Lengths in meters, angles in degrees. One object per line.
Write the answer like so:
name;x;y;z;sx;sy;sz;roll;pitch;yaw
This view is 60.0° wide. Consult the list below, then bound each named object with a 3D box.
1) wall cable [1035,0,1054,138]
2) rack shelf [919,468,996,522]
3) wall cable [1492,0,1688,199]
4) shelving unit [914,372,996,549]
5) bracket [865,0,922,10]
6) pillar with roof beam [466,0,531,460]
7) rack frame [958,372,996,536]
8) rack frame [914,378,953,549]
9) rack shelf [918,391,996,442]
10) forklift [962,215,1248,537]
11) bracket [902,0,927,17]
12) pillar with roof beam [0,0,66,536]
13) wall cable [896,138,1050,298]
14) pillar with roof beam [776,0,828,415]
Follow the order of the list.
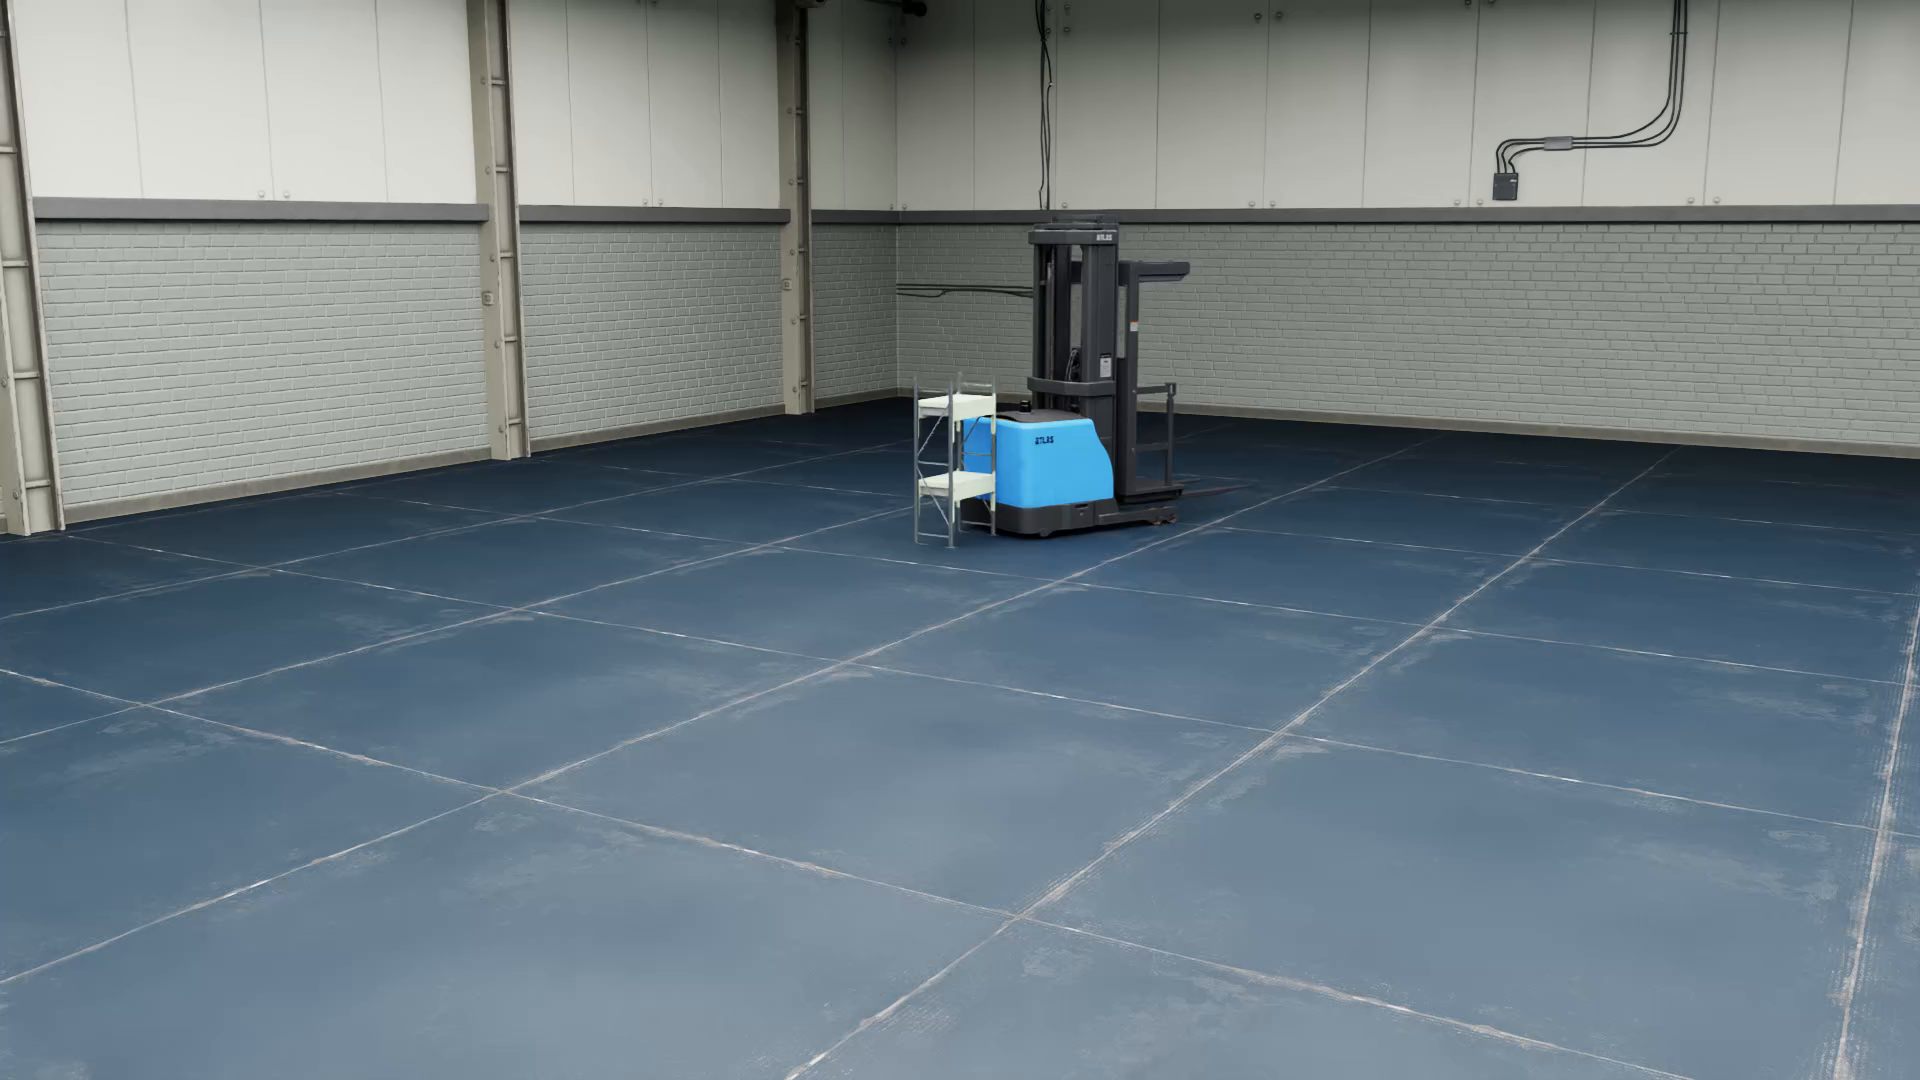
wall cable;2.478;-7.430;25.199;3.097;2.526;0.112;6;12;31
rack shelf;-0.040;-0.413;15.153;0.431;0.370;0.720;7;12;32
wall cable;8.272;-7.495;21.587;2.305;6.003;0.169;6;12;31
shelving unit;-0.040;-0.734;15.093;0.431;1.500;0.755;7;12;32
bracket;-1.051;-8.476;26.289;0.076;0.066;3.189;6;12;31
pillar with roof beam;-1.929;-5.041;17.721;9.100;9.000;0.400;6;12;31
rack frame;0.154;-0.791;15.398;0.400;1.500;0.023;7;12;32
rack frame;-0.235;-0.677;14.789;0.400;1.500;0.023;7;12;32
rack shelf;-0.040;-1.117;15.022;0.431;0.370;0.720;7;12;32
forklift;1.513;-1.656;16.133;3.031;2.935;1.130;-8;13;-35
bracket;-0.744;-8.569;26.785;0.235;0.232;0.430;6;12;31
pillar with roof beam;-5.044;-4.097;12.680;9.100;9.000;0.400;6;12;31
wall cable;0.166;-5.206;27.044;3.097;2.526;0.112;6;12;31
pillar with roof beam;1.186;-5.984;22.761;9.100;9.000;0.548;6;12;31
